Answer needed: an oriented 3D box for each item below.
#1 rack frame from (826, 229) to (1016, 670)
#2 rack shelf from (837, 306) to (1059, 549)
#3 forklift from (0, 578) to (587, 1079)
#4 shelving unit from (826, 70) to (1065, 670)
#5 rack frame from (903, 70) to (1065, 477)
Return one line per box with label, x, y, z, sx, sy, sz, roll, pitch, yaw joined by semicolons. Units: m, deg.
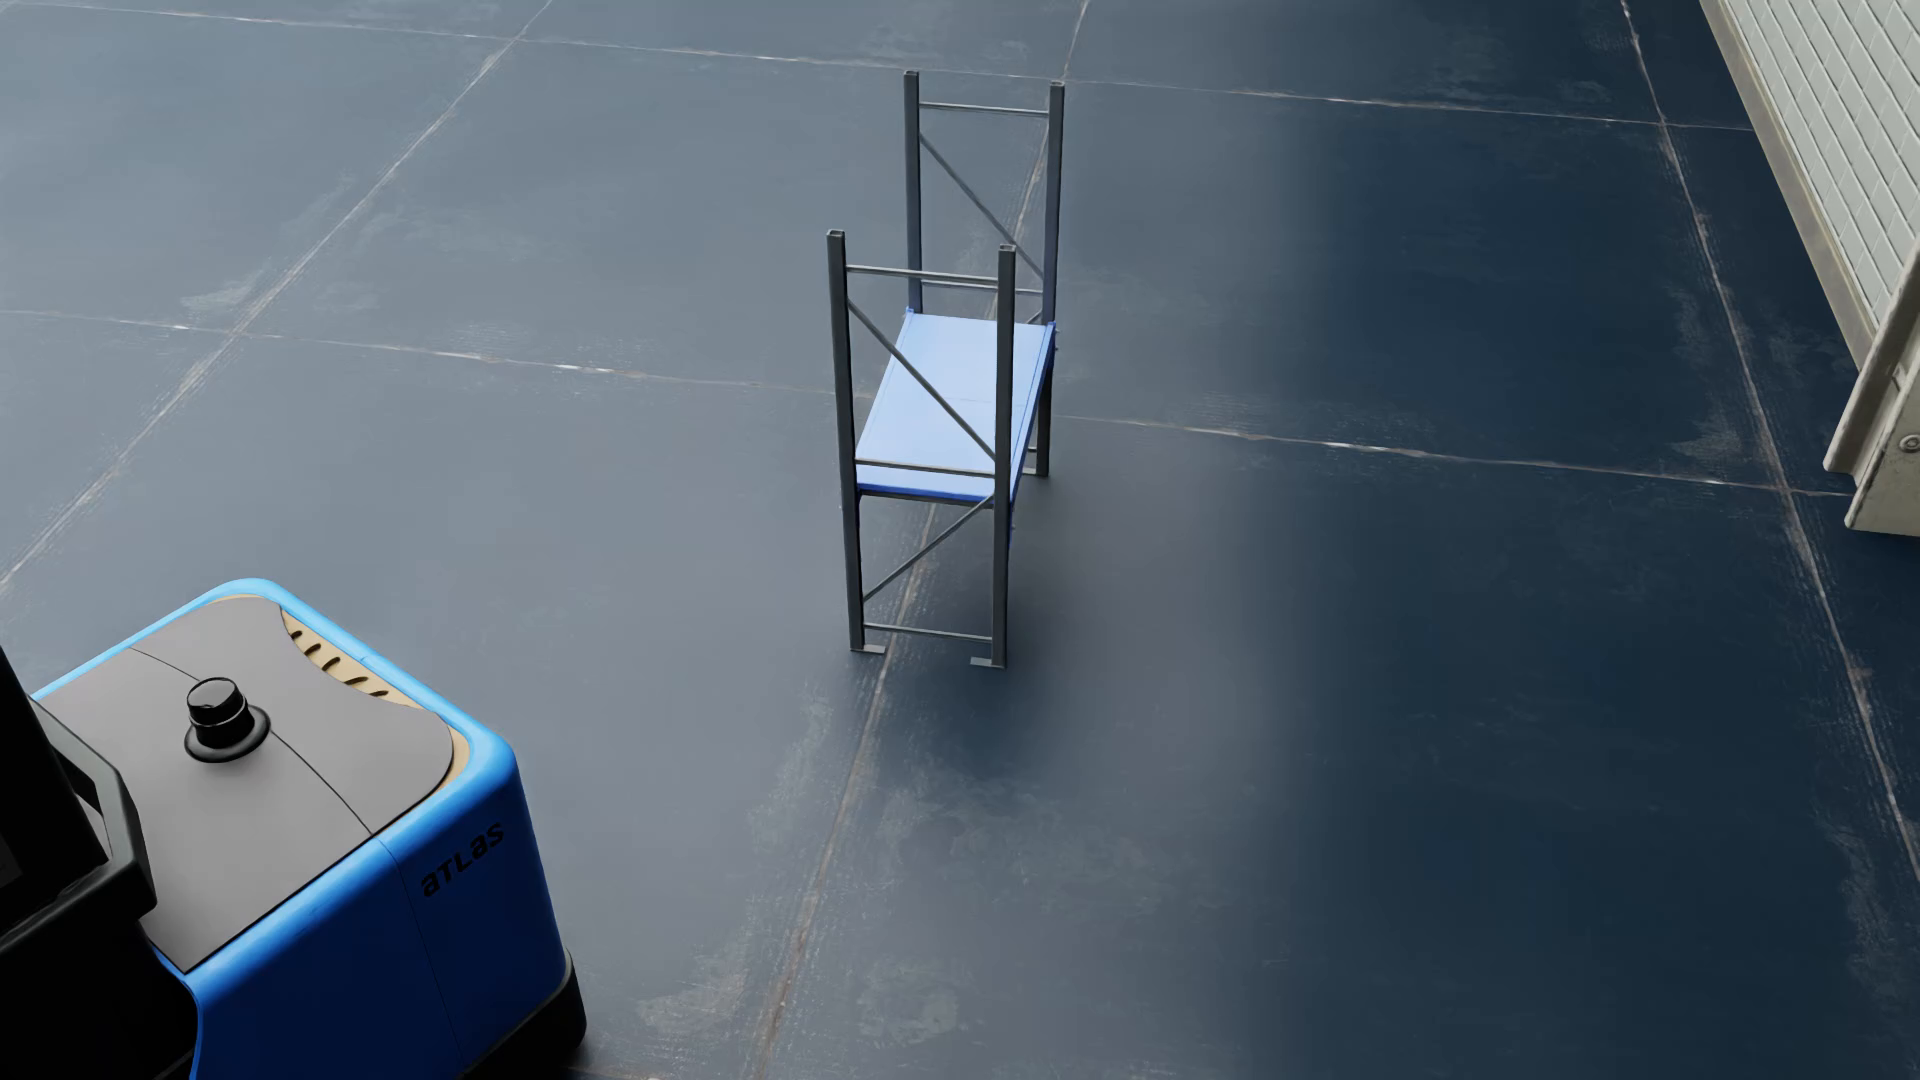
rack frame;-0.103;-0.205;4.821;0.500;1.500;0.032;6;40;8
rack shelf;-0.015;-0.386;5.322;0.538;0.185;1.000;6;40;8
forklift;-2.238;0.692;2.613;1.130;2.935;3.031;27;46;28
shelving unit;-0.015;-0.524;5.207;0.538;1.500;1.048;6;40;8
rack frame;0.073;-0.844;5.593;0.500;1.500;0.032;6;40;8
